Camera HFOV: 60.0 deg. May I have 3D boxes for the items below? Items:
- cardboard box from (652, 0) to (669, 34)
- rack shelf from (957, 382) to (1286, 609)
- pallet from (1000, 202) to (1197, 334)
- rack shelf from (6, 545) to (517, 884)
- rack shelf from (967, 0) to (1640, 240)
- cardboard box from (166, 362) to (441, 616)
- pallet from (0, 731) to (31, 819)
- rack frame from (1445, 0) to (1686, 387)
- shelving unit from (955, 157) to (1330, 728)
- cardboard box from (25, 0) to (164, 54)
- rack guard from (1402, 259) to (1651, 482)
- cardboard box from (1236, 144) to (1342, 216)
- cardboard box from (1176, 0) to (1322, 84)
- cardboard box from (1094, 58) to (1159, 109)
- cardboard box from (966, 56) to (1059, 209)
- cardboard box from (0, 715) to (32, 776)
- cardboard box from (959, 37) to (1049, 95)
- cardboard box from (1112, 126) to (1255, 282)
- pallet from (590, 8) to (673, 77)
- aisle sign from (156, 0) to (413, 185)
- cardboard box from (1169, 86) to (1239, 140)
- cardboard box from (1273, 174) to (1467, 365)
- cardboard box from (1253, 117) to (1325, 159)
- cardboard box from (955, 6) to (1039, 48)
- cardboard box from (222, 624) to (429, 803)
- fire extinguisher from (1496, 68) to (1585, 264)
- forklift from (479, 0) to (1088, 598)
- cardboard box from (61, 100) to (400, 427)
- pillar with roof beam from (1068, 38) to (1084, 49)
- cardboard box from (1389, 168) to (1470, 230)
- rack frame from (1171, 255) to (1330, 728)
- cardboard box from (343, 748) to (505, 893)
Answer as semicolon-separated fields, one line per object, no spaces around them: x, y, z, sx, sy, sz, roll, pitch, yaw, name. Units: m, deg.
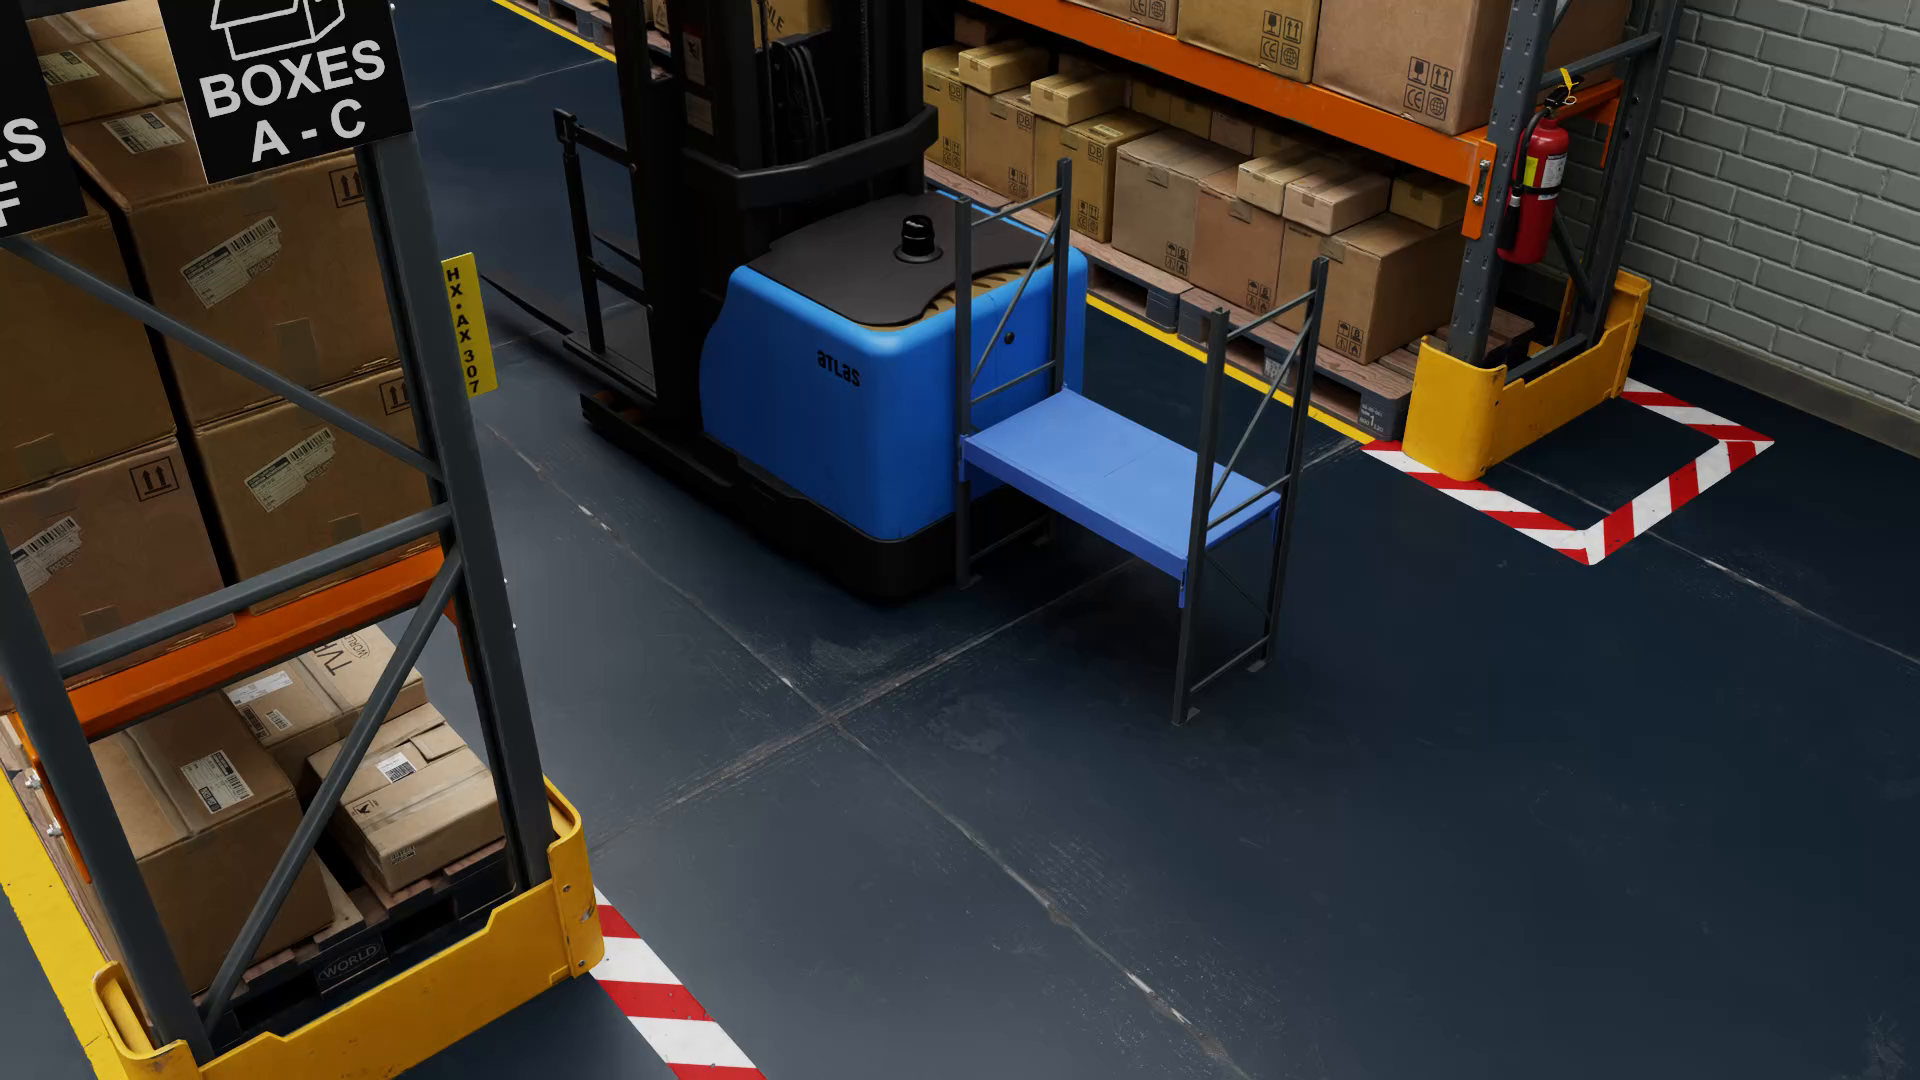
-1.364;-3.433;9.999;0.750;0.750;0.750;-25;42;-30;cardboard box
0.527;-0.173;5.508;0.538;0.185;1.000;-29;44;-34;rack shelf
0.953;-1.467;8.139;1.003;0.211;1.213;-26;43;-32;pallet
-2.761;-0.483;4.959;1.077;0.370;4.000;-26;43;-32;rack shelf
1.021;-2.332;7.571;1.077;0.370;4.000;-26;43;-32;rack shelf
-1.555;-0.229;3.891;0.500;0.500;0.500;-25;42;-31;cardboard box
-2.818;0.321;5.615;1.003;0.211;1.213;-26;43;-32;pallet
2.312;-1.743;6.116;1.000;3.000;0.127;-26;43;-32;rack frame
0.527;-0.320;5.404;0.538;1.500;1.048;-29;44;-34;shelving unit
-2.217;-1.088;4.239;0.500;0.500;0.500;-25;42;-31;cardboard box
2.327;-0.712;6.823;1.175;0.500;0.348;-26;43;-32;rack guard
1.396;-1.532;7.056;0.380;0.149;0.250;-25;42;-31;cardboard box
1.497;-2.404;6.789;0.980;0.700;0.700;-26;43;-32;cardboard box
0.867;-2.235;8.048;0.380;0.149;0.250;-26;43;-31;cardboard box
0.456;-2.069;8.375;0.700;0.500;0.500;-26;43;-32;cardboard box
-2.599;0.470;4.990;0.500;0.250;0.500;-26;43;-32;cardboard box
0.216;-2.337;8.193;0.380;0.149;0.250;-24;42;-30;cardboard box
1.135;-1.609;7.726;0.700;0.500;0.500;-28;44;-33;cardboard box
-1.617;-3.223;10.618;1.003;0.211;1.213;-26;43;-32;pallet
-1.202;-1.034;2.865;0.394;0.787;0.004;-26;43;-32;aisle sign
1.197;-2.009;7.730;0.380;0.149;0.250;-26;43;-31;cardboard box
1.783;-1.166;7.101;0.700;0.500;0.500;-26;43;-32;cardboard box
1.528;-1.784;7.412;0.380;0.149;0.250;-26;43;-31;cardboard box
0.193;-2.695;8.698;0.380;0.149;0.250;-26;43;-32;cardboard box
-1.927;0.482;4.972;0.500;0.250;0.500;-26;43;-32;cardboard box
2.056;-1.321;5.909;0.296;0.674;0.183;-26;43;-32;fire extinguisher
-0.915;-1.750;6.184;1.130;2.935;3.031;-29;44;-34;forklift
-1.555;-0.637;3.602;0.500;0.500;0.500;-25;42;-30;cardboard box
-2.446;-4.365;4.628;9.100;9.000;0.400;-26;43;-32;pillar with roof beam
2.017;-1.450;6.941;0.380;0.149;0.250;-26;43;-31;cardboard box
0.878;-0.108;5.105;0.500;1.500;0.032;-29;44;-34;rack frame
-1.478;0.777;4.644;0.380;0.149;0.250;-26;43;-32;cardboard box
